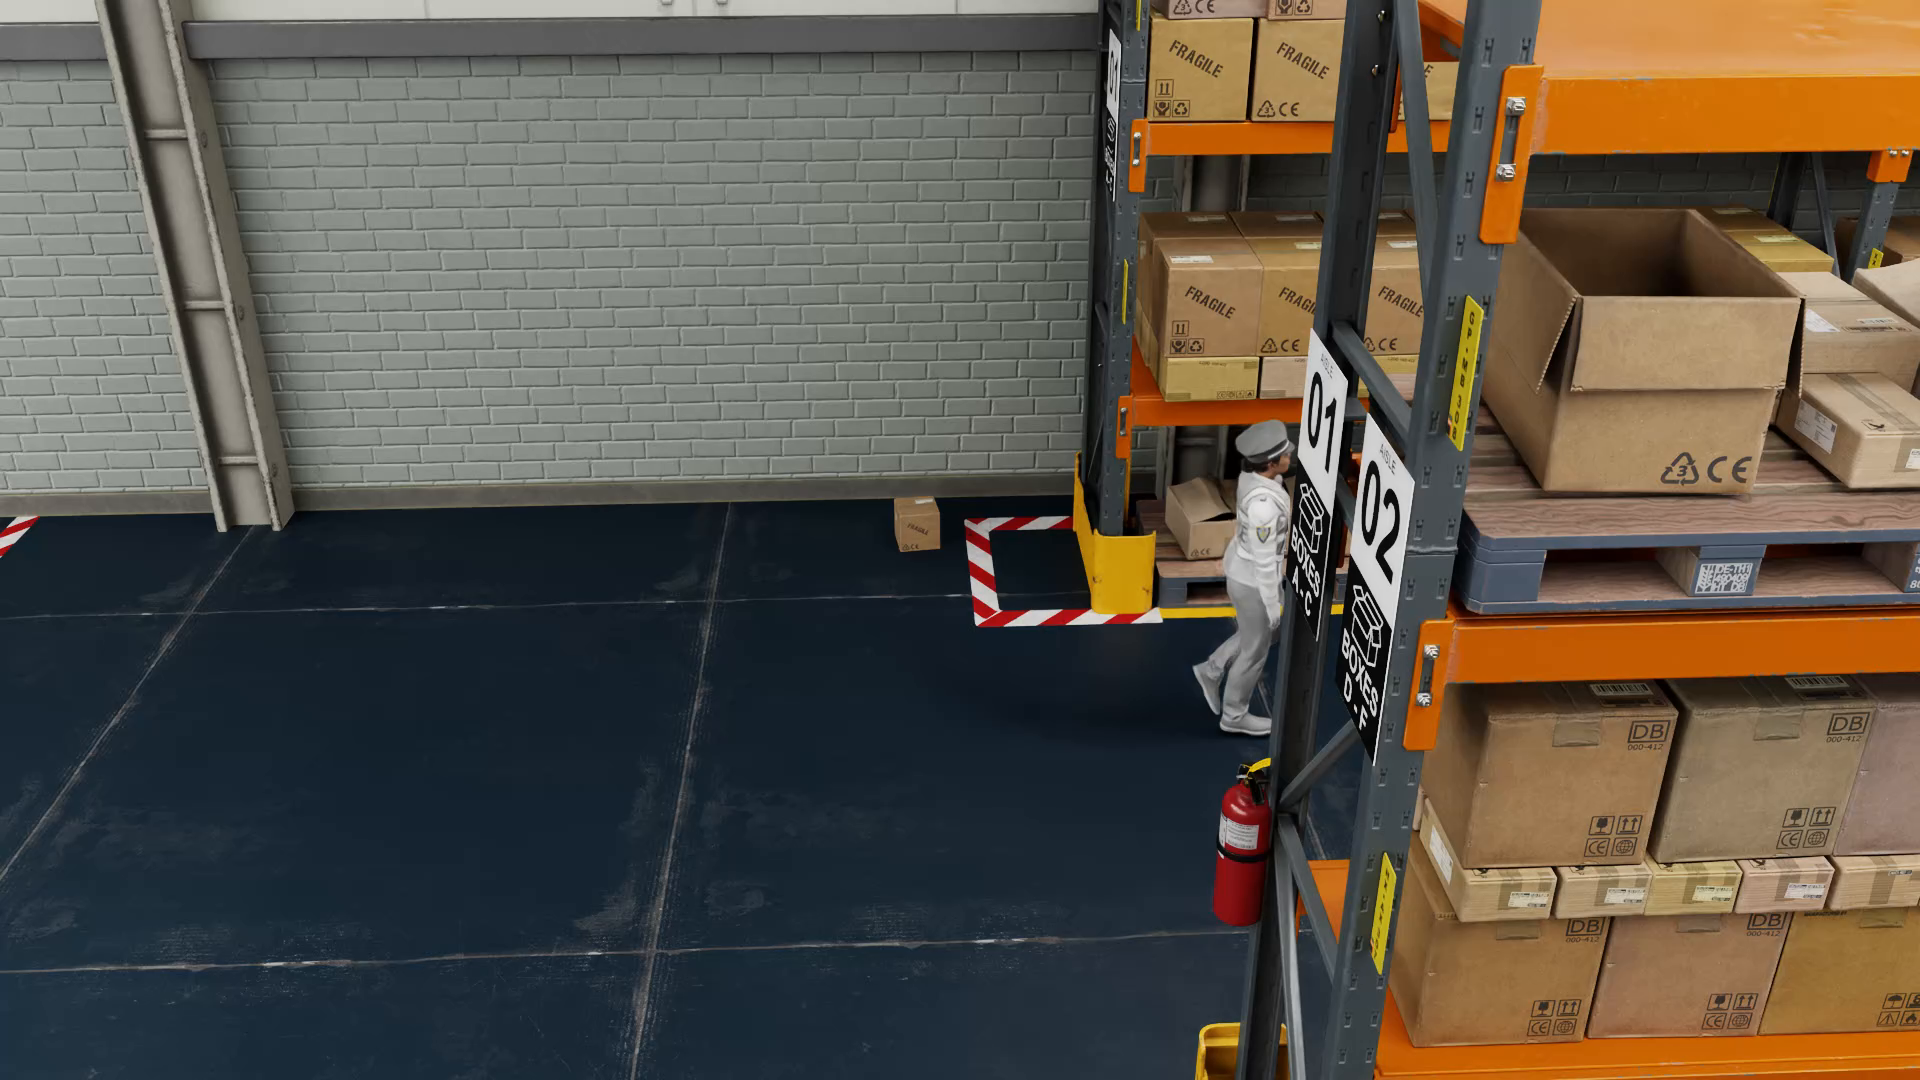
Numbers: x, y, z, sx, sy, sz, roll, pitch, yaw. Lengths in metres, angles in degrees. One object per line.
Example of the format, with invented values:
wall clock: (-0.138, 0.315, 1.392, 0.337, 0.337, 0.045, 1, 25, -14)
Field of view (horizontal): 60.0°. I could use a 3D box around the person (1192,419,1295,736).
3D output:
person: (1.419, 0.184, 8.193, 0.463, 1.683, 0.499, 2, 28, 4)
